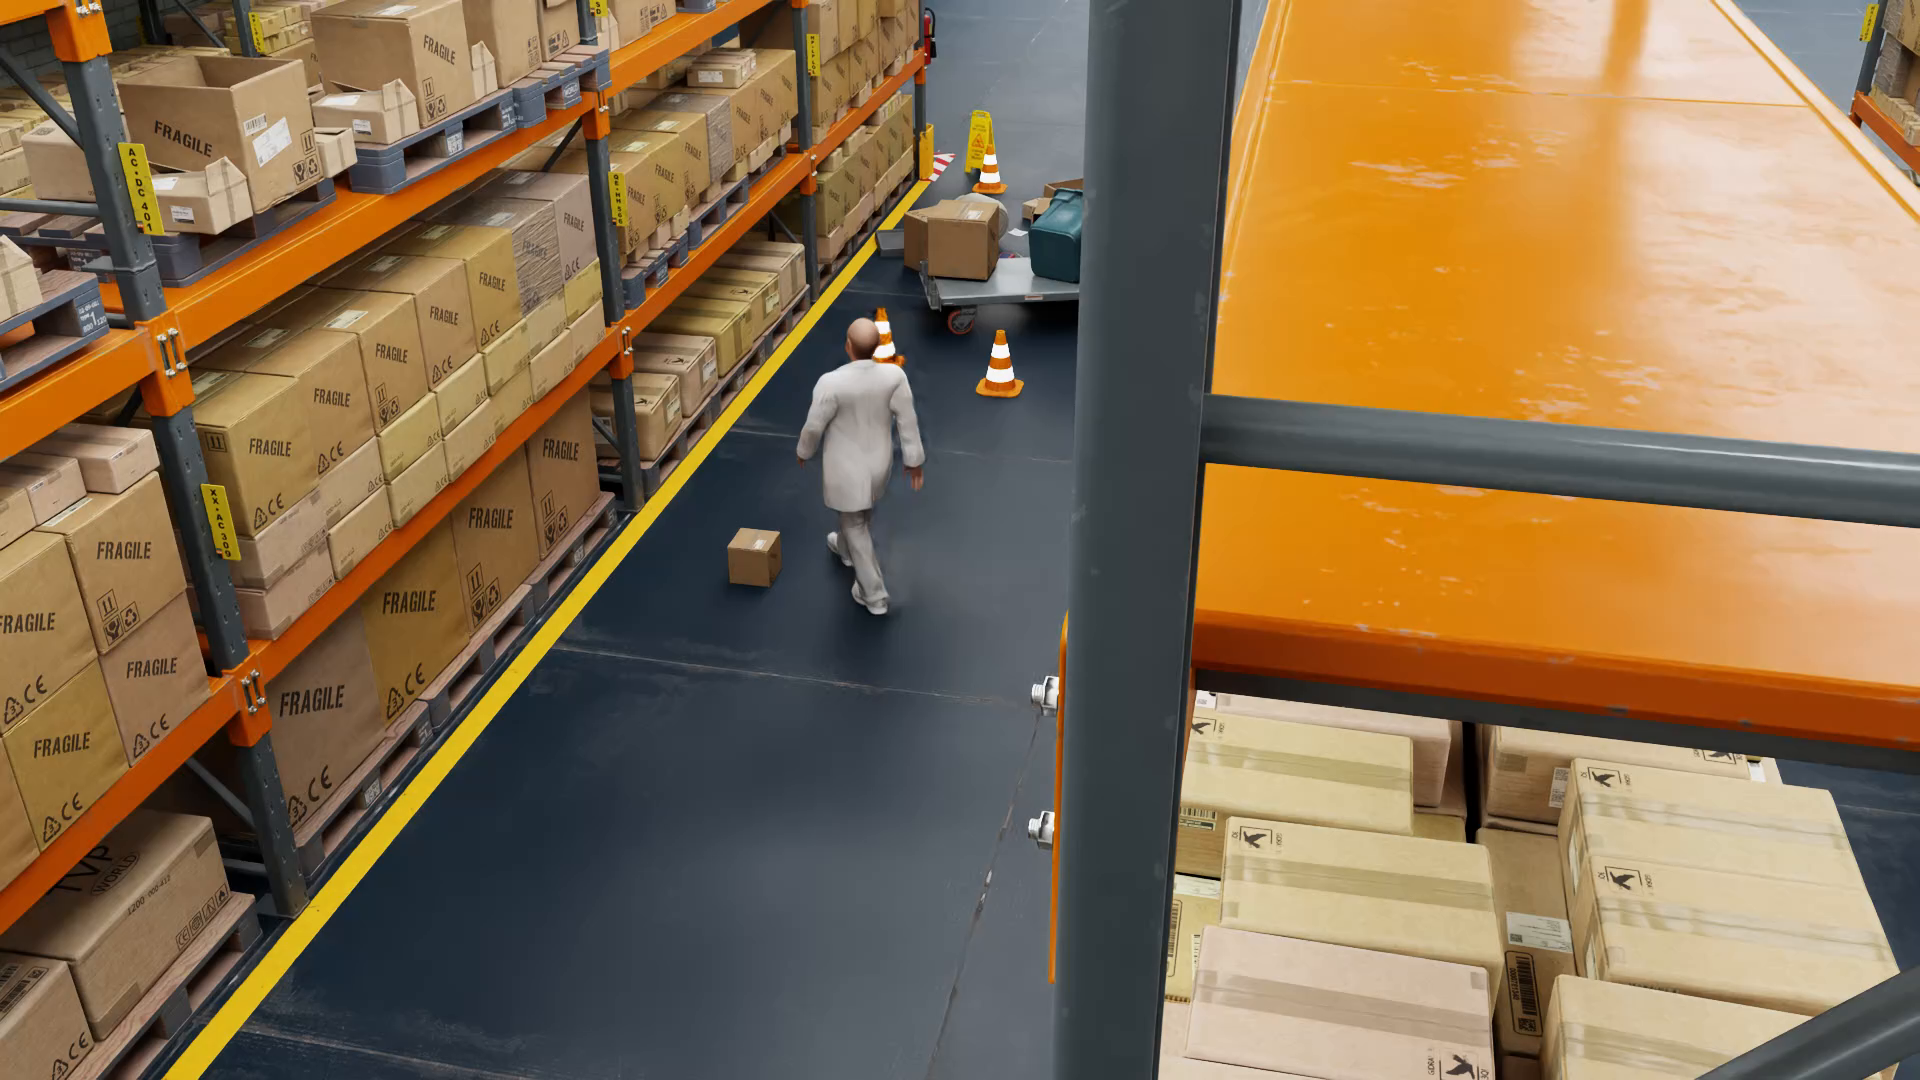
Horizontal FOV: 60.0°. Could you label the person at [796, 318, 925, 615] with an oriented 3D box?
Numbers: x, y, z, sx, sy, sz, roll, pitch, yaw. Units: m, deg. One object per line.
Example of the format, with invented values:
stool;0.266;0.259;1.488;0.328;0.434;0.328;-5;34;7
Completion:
person;-0.653;-0.509;9.563;0.654;1.739;0.946;-17;33;-28
